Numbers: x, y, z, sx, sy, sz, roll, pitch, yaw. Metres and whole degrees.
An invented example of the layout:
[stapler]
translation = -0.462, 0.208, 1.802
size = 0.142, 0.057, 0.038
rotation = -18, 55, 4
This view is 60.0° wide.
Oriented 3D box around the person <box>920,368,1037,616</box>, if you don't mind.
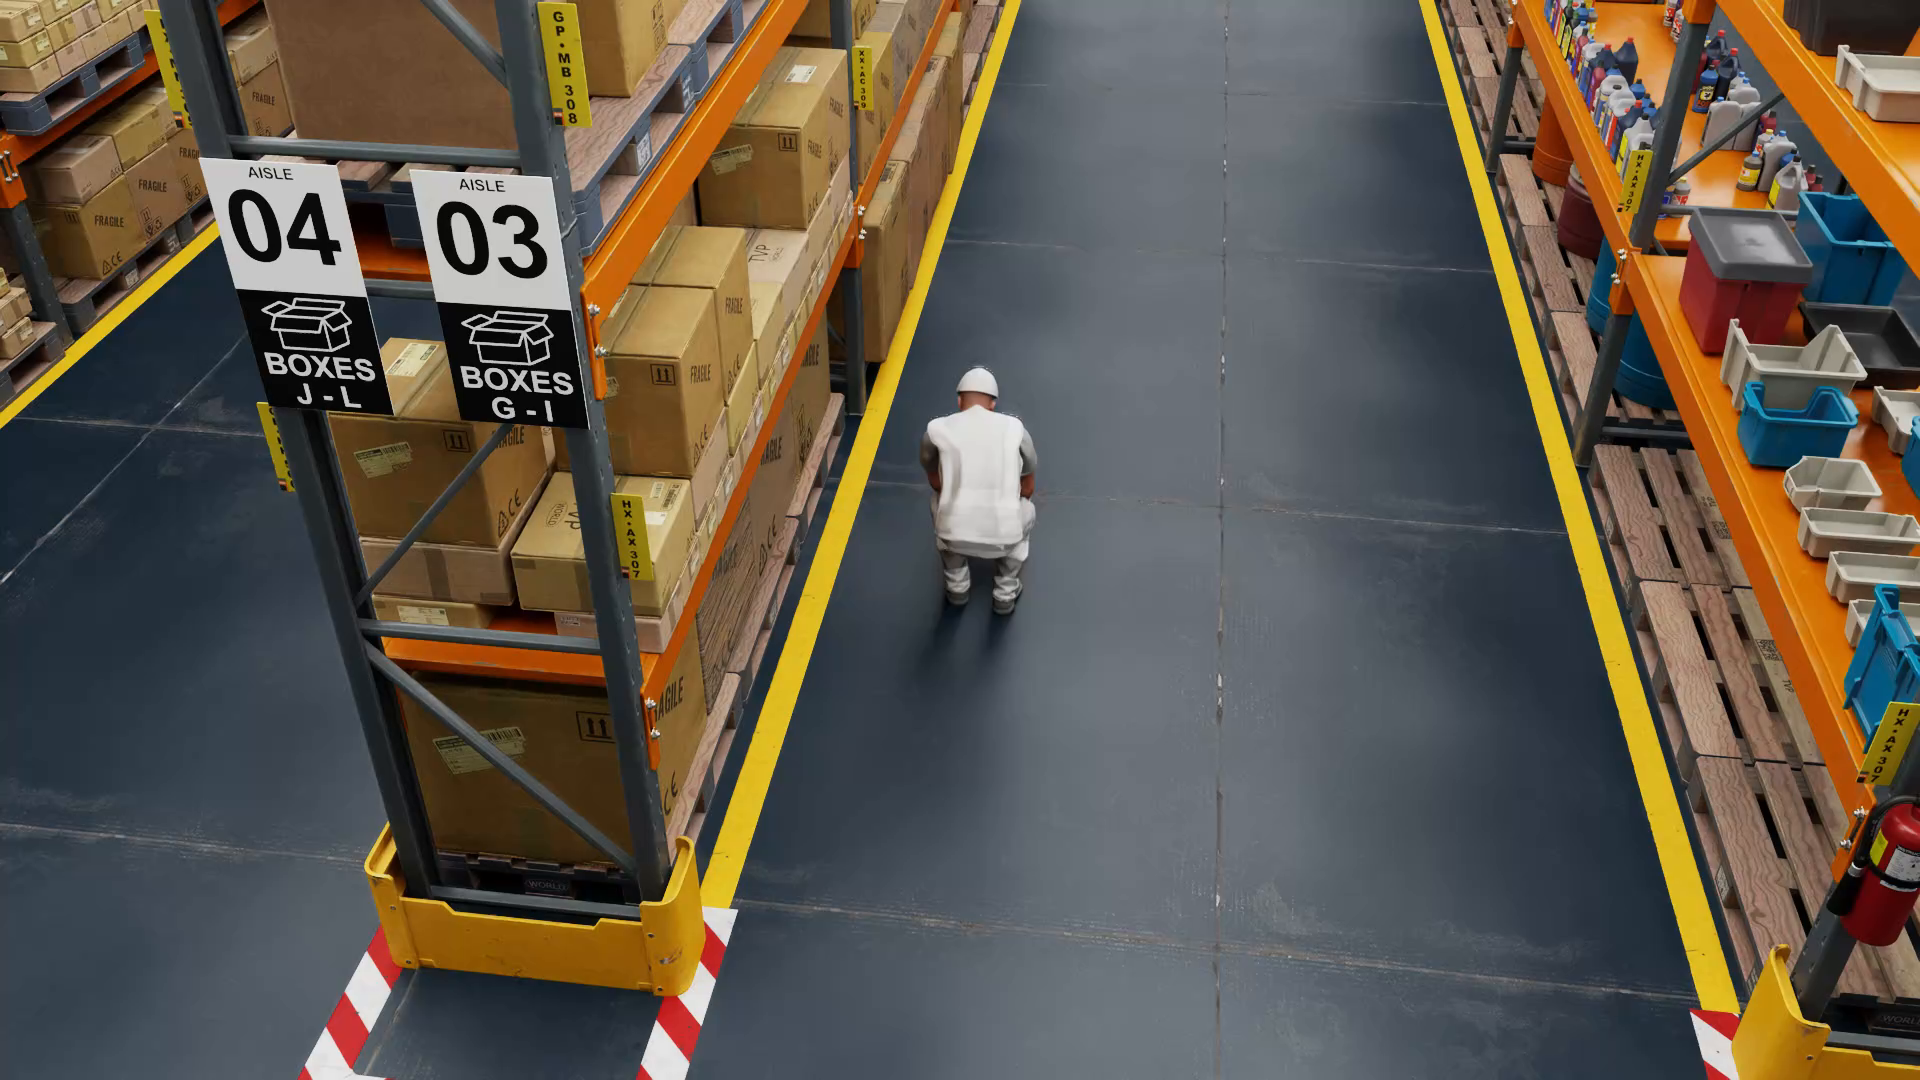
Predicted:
[person]
translation = 0.080, -0.207, 7.951
size = 0.575, 1.040, 0.873
rotation = 4, 36, 6
